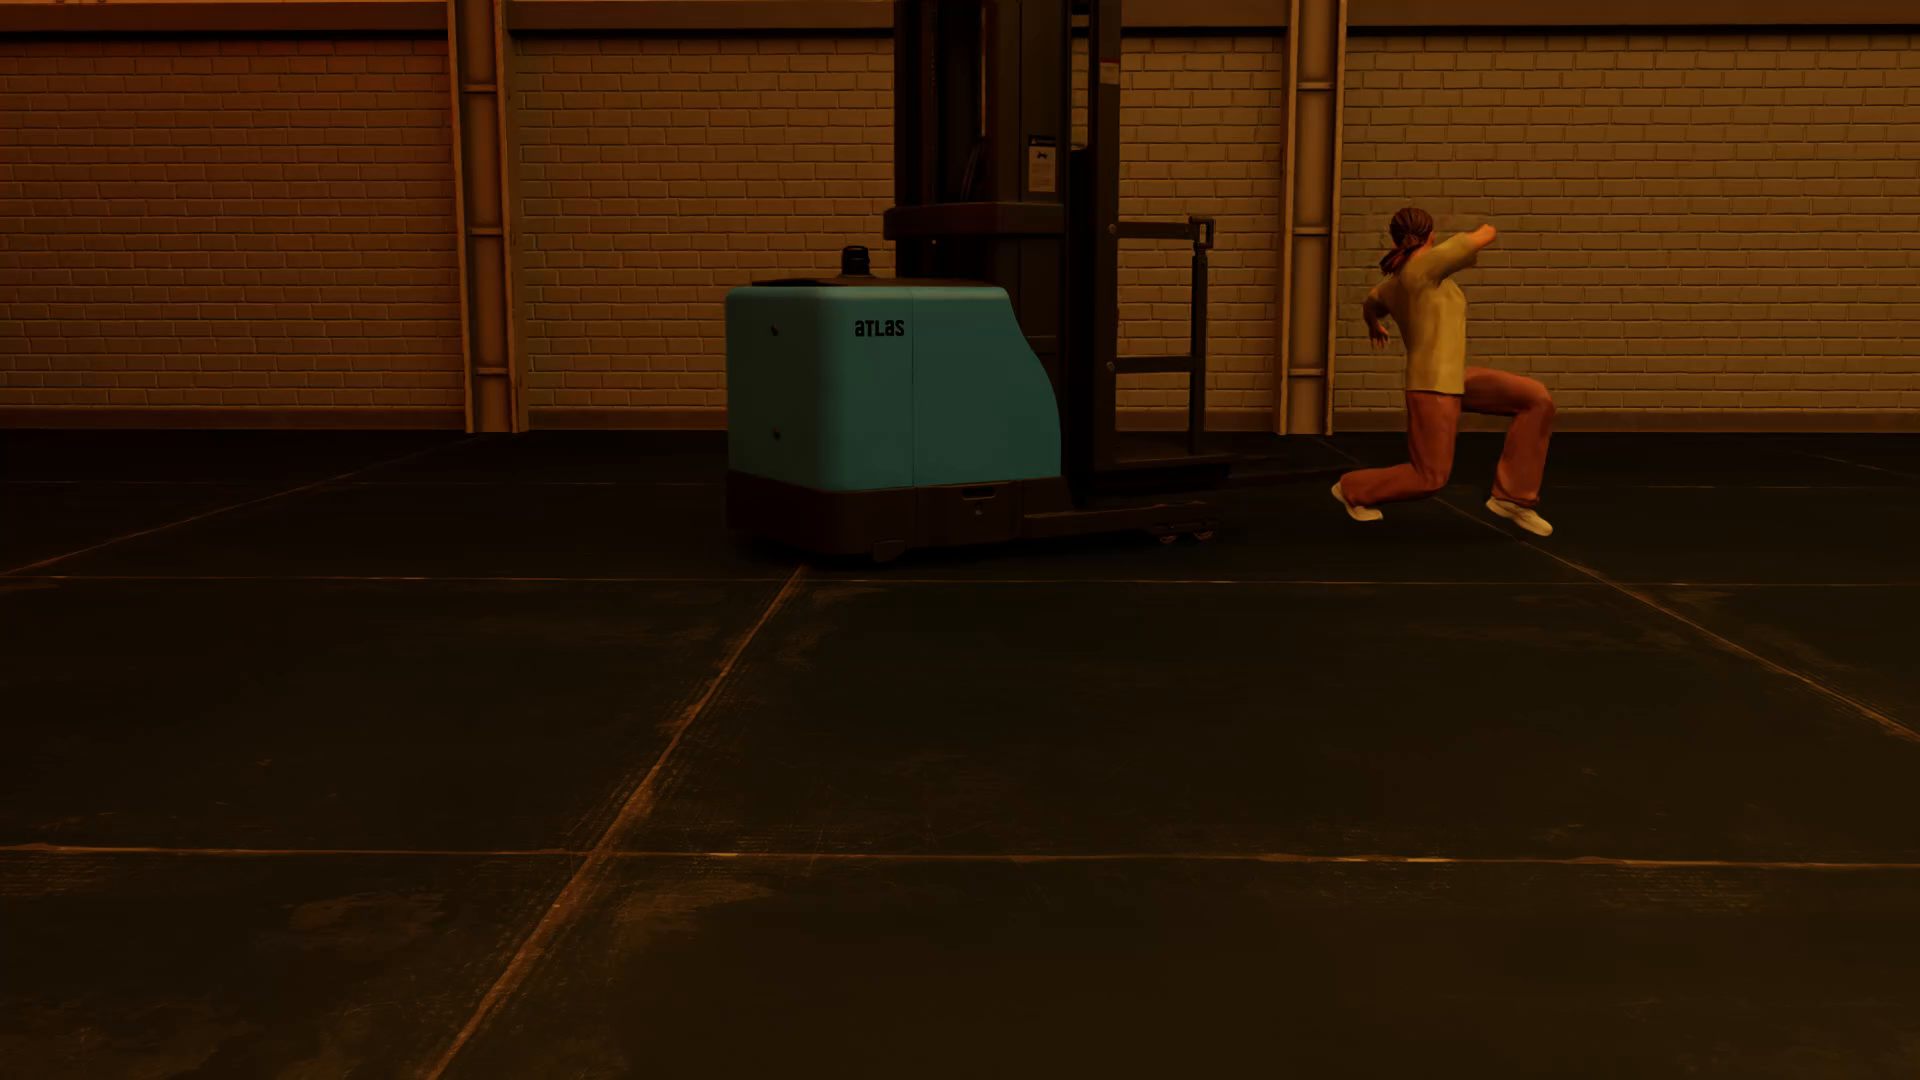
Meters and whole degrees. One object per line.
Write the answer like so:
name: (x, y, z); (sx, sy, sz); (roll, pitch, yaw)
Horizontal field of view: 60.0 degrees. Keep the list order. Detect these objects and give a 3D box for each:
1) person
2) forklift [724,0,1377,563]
person: (2.137, -0.752, 7.279); (0.944, 1.379, 0.866); (3, 9, 21)
forklift: (0.529, -1.501, 7.249); (3.031, 2.935, 1.130); (-5, 10, -31)
